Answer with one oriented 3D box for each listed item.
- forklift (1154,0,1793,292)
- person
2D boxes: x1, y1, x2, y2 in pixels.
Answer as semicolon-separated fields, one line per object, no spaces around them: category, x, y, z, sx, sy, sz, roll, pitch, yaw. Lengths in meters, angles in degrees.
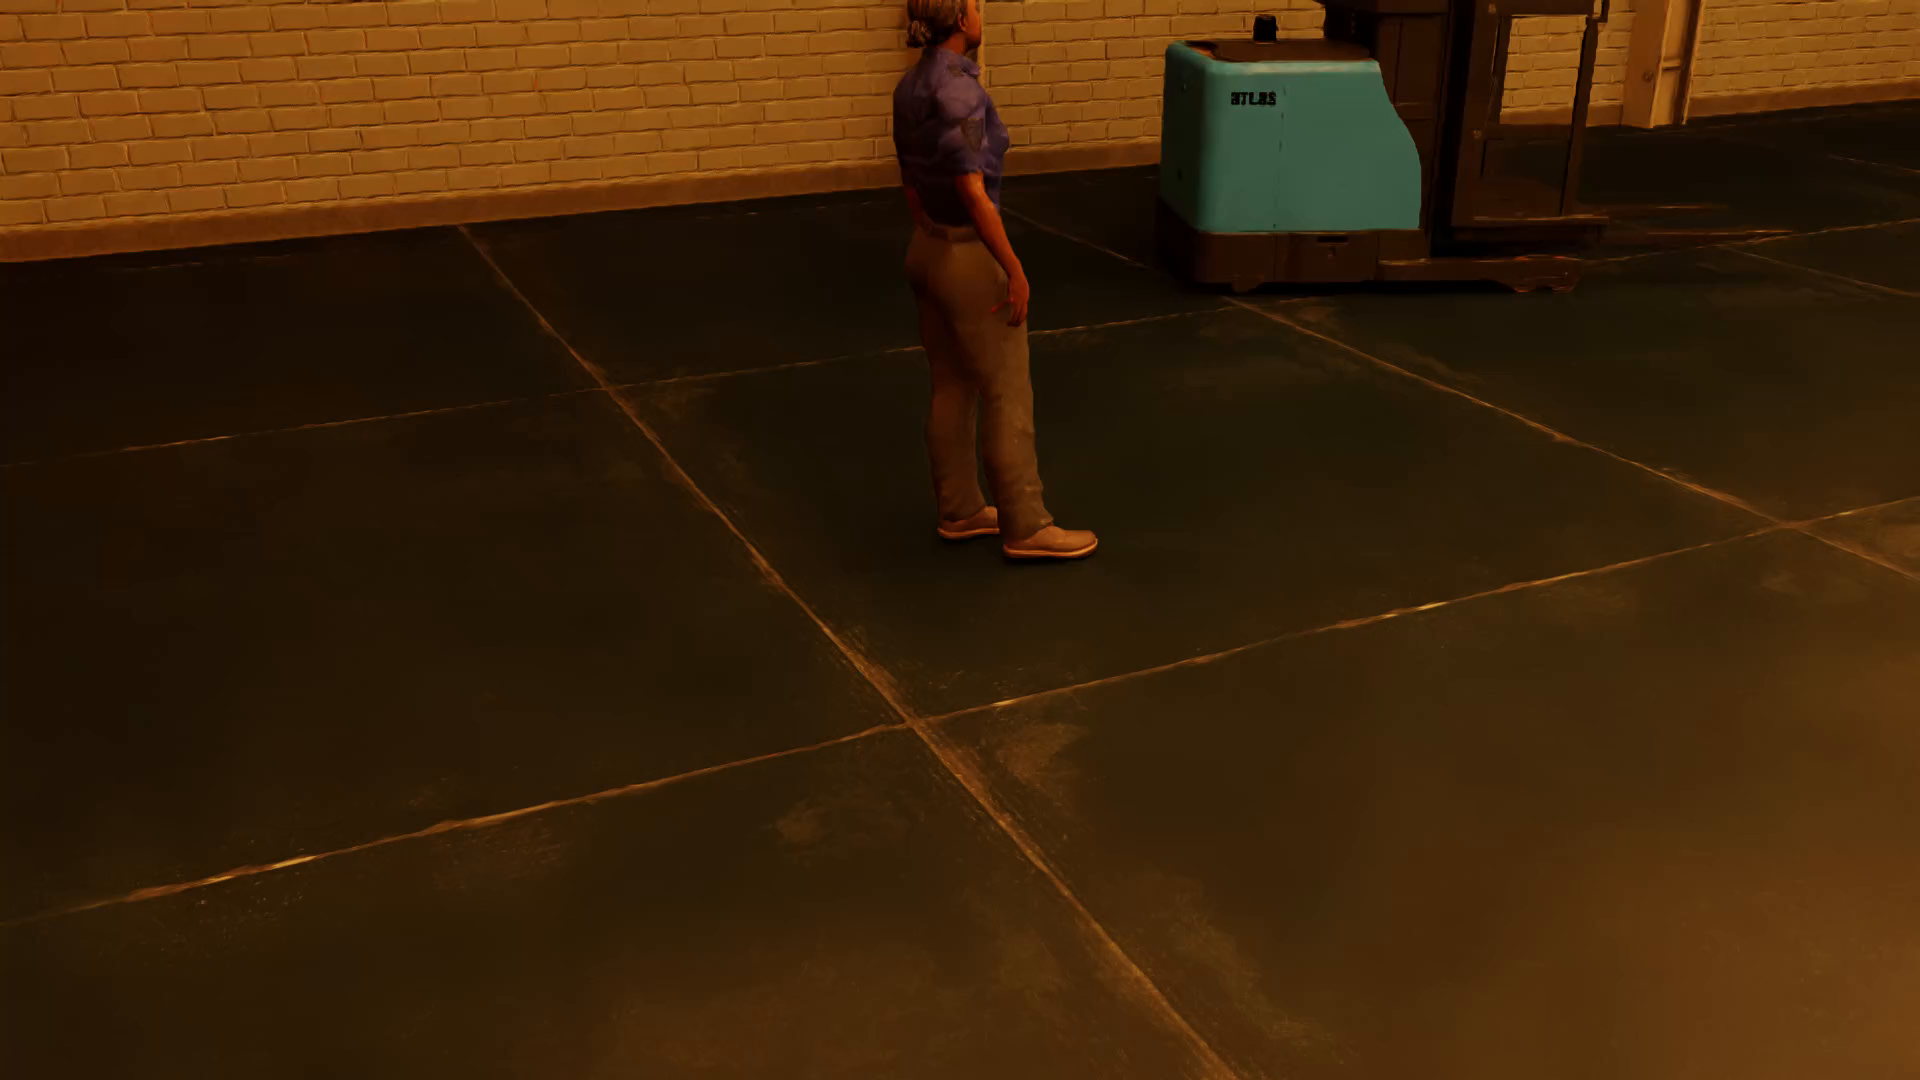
forklift;2.562;-2.741;7.885;3.031;2.935;1.130;-2;23;-5
person;0.088;-0.778;4.805;0.503;1.654;0.570;-10;25;-23
